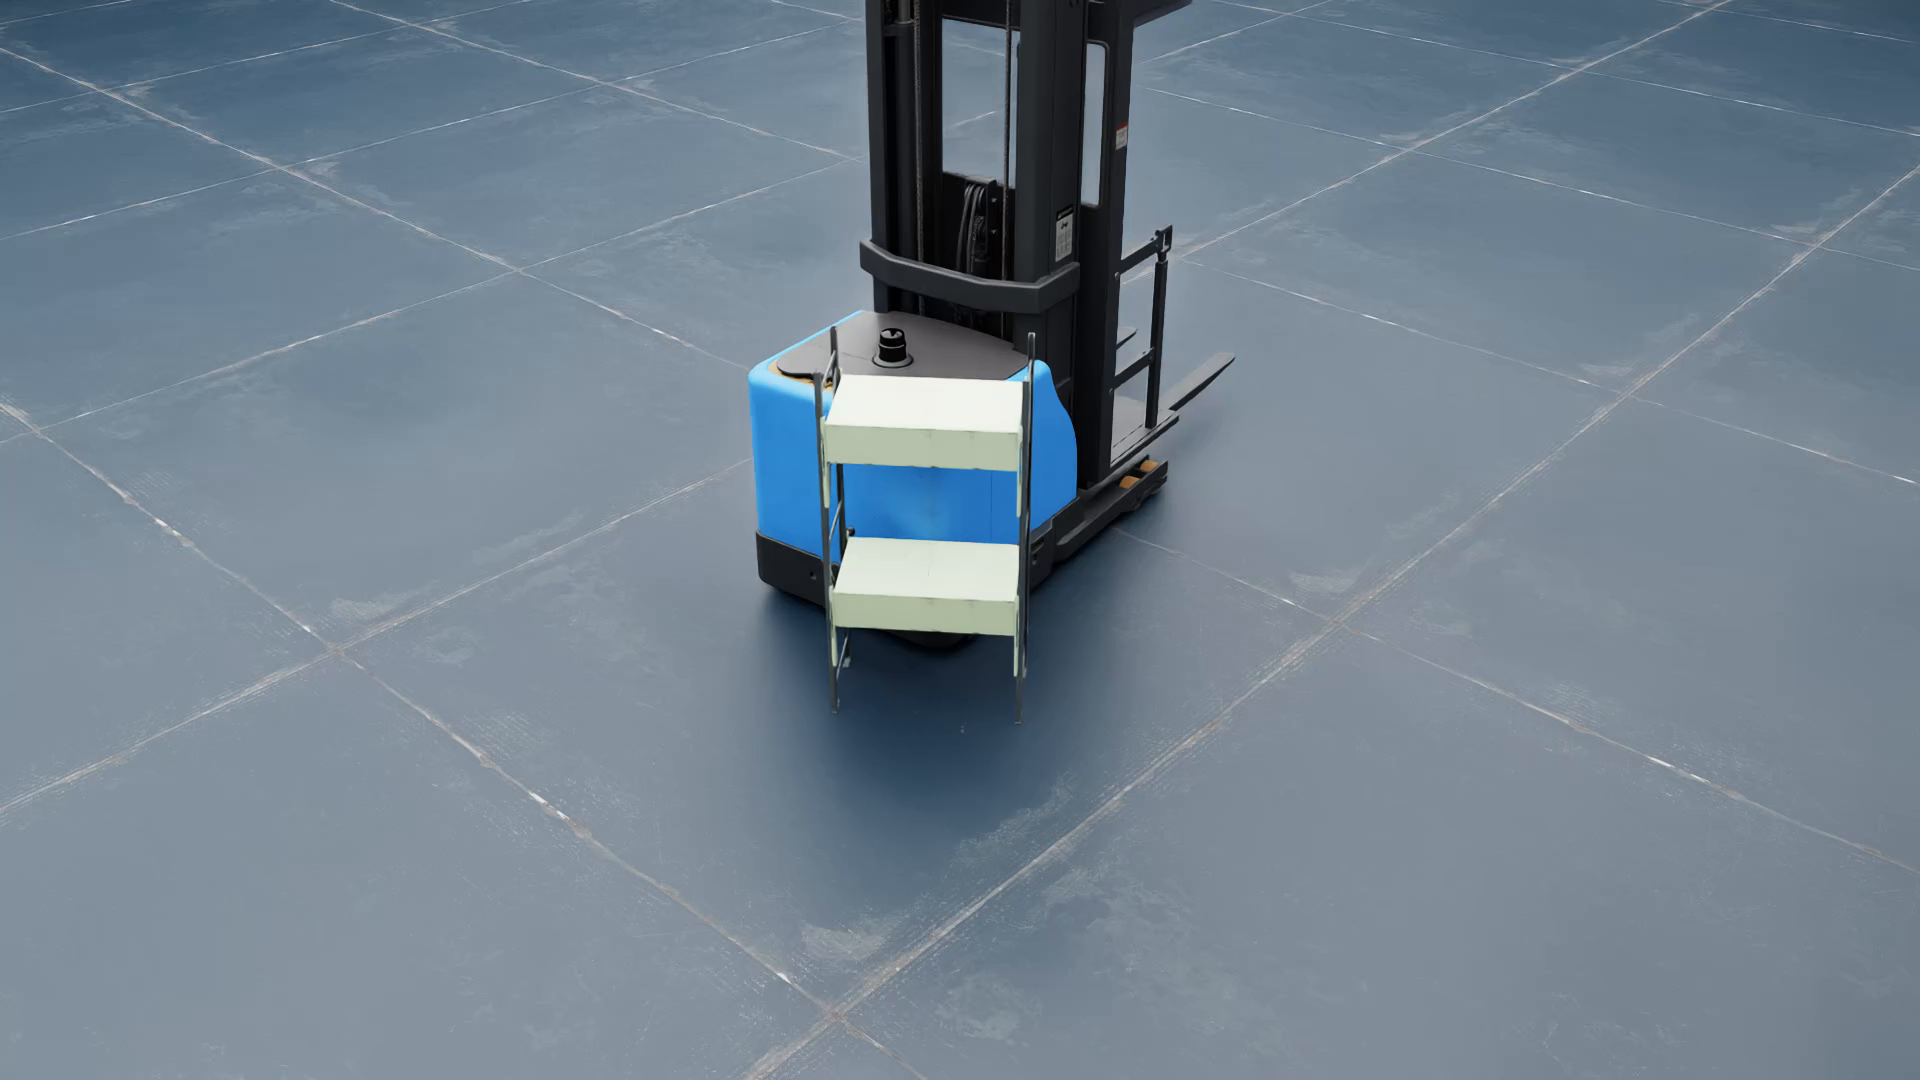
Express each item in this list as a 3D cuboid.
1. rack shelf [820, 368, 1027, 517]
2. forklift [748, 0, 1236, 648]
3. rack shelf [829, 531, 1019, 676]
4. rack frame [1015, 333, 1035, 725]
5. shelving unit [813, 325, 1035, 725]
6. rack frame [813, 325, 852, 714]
[{"bbox_3d":[-0.119,-0.365,6.141,0.720,0.370,0.431,3,32,5],"label":"rack shelf"},{"bbox_3d":[0.357,-1.523,7.438,1.130,2.935,3.031,20,36,29],"label":"forklift"},{"bbox_3d":[-0.118,0.244,6.517,0.720,0.370,0.431,3,32,5],"label":"rack shelf"},{"bbox_3d":[0.246,-0.016,6.317,0.023,1.500,0.400,3,32,5],"label":"rack frame"},{"bbox_3d":[-0.119,-0.033,6.346,0.755,1.500,0.431,3,32,5],"label":"shelving unit"},{"bbox_3d":[-0.483,-0.051,6.375,0.023,1.500,0.400,3,32,5],"label":"rack frame"}]
